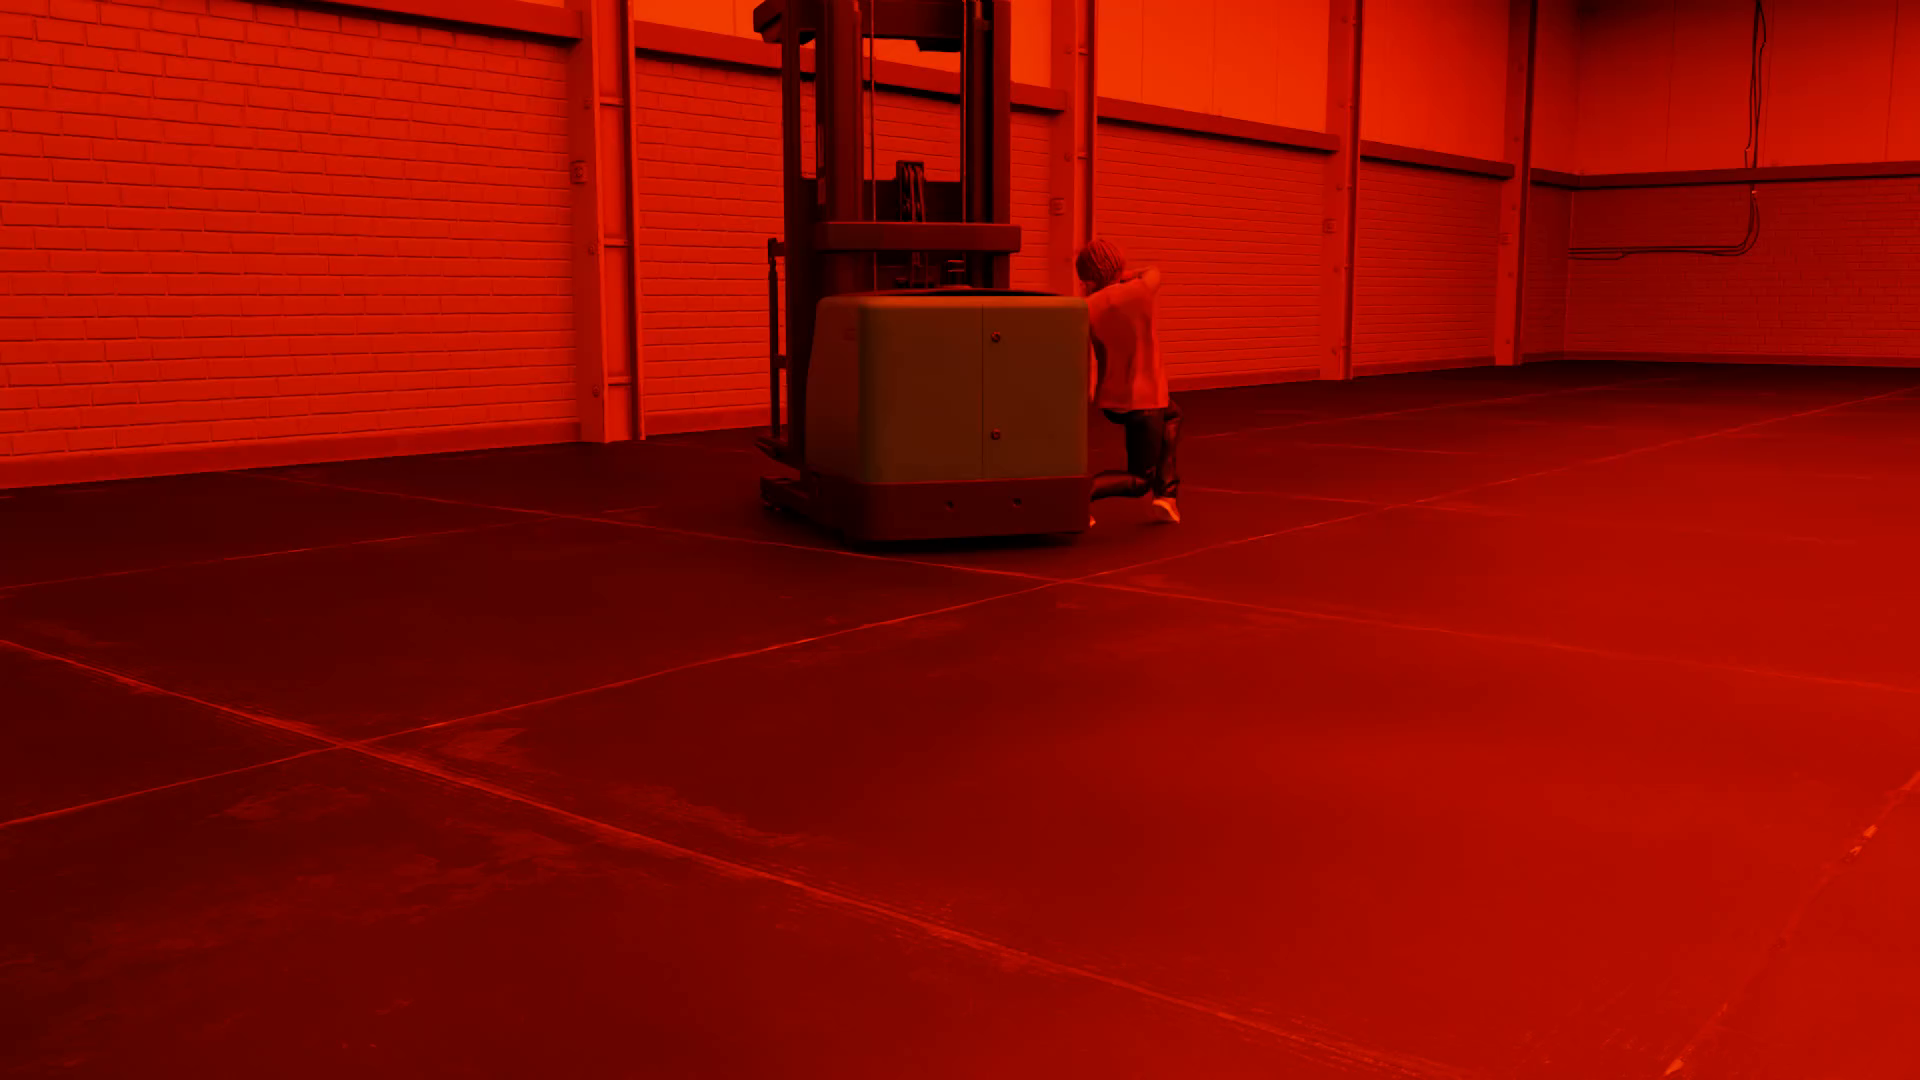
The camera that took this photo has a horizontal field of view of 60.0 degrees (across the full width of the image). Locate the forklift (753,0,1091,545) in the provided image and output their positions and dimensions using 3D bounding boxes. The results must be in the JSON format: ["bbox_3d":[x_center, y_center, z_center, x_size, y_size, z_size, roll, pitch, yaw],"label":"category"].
[{"bbox_3d":[-0.386,-1.602,8.230,1.130,2.935,3.031,-3,9,-18],"label":"forklift"}]

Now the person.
[{"bbox_3d":[0.610,-0.711,7.733,0.776,1.318,0.882,7,11,38],"label":"person"}]
